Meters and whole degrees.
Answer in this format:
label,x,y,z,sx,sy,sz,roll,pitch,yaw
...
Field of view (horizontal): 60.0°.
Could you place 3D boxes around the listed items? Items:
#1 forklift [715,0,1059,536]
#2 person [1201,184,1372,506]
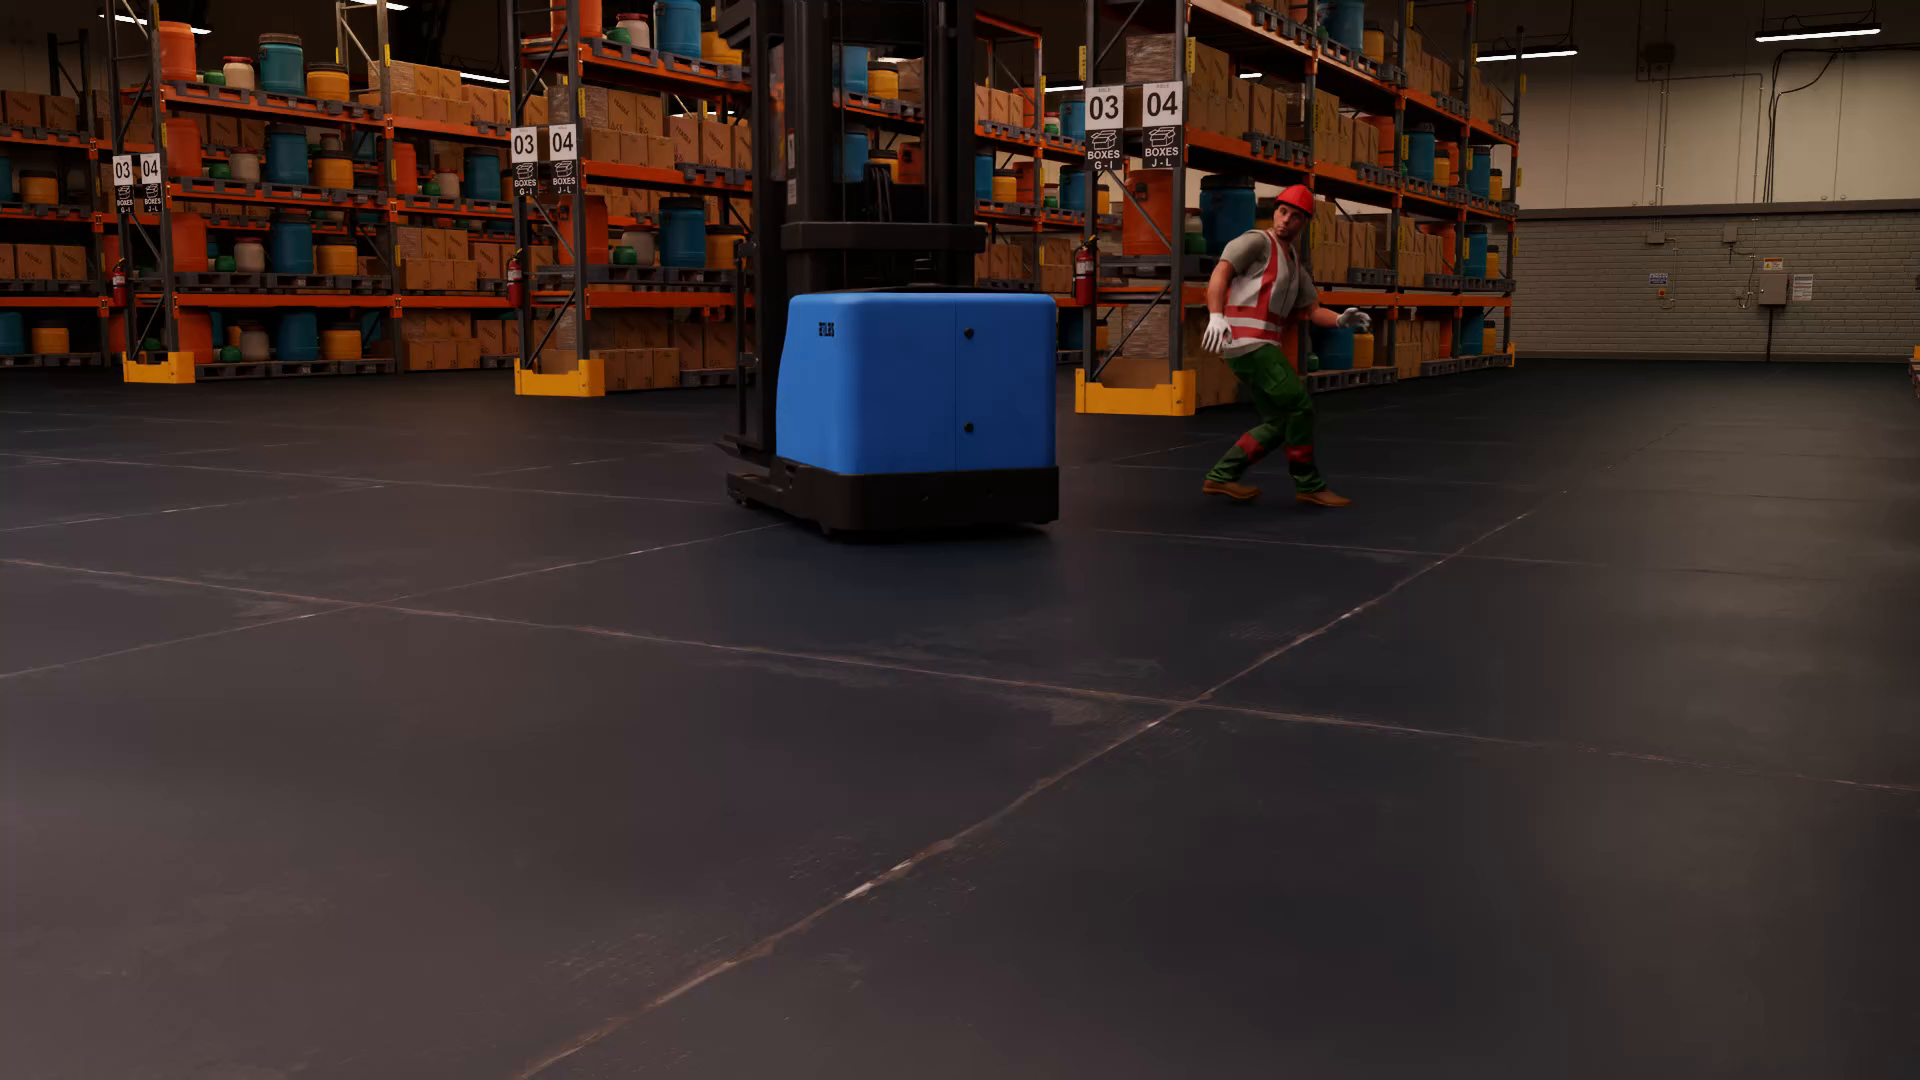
label,x,y,z,sx,sy,sz,roll,pitch,yaw
forklift,-0.576,-1.634,8.436,1.130,2.935,3.031,-3,8,-22
person,1.644,-0.970,8.429,0.832,1.650,0.821,3,8,22
